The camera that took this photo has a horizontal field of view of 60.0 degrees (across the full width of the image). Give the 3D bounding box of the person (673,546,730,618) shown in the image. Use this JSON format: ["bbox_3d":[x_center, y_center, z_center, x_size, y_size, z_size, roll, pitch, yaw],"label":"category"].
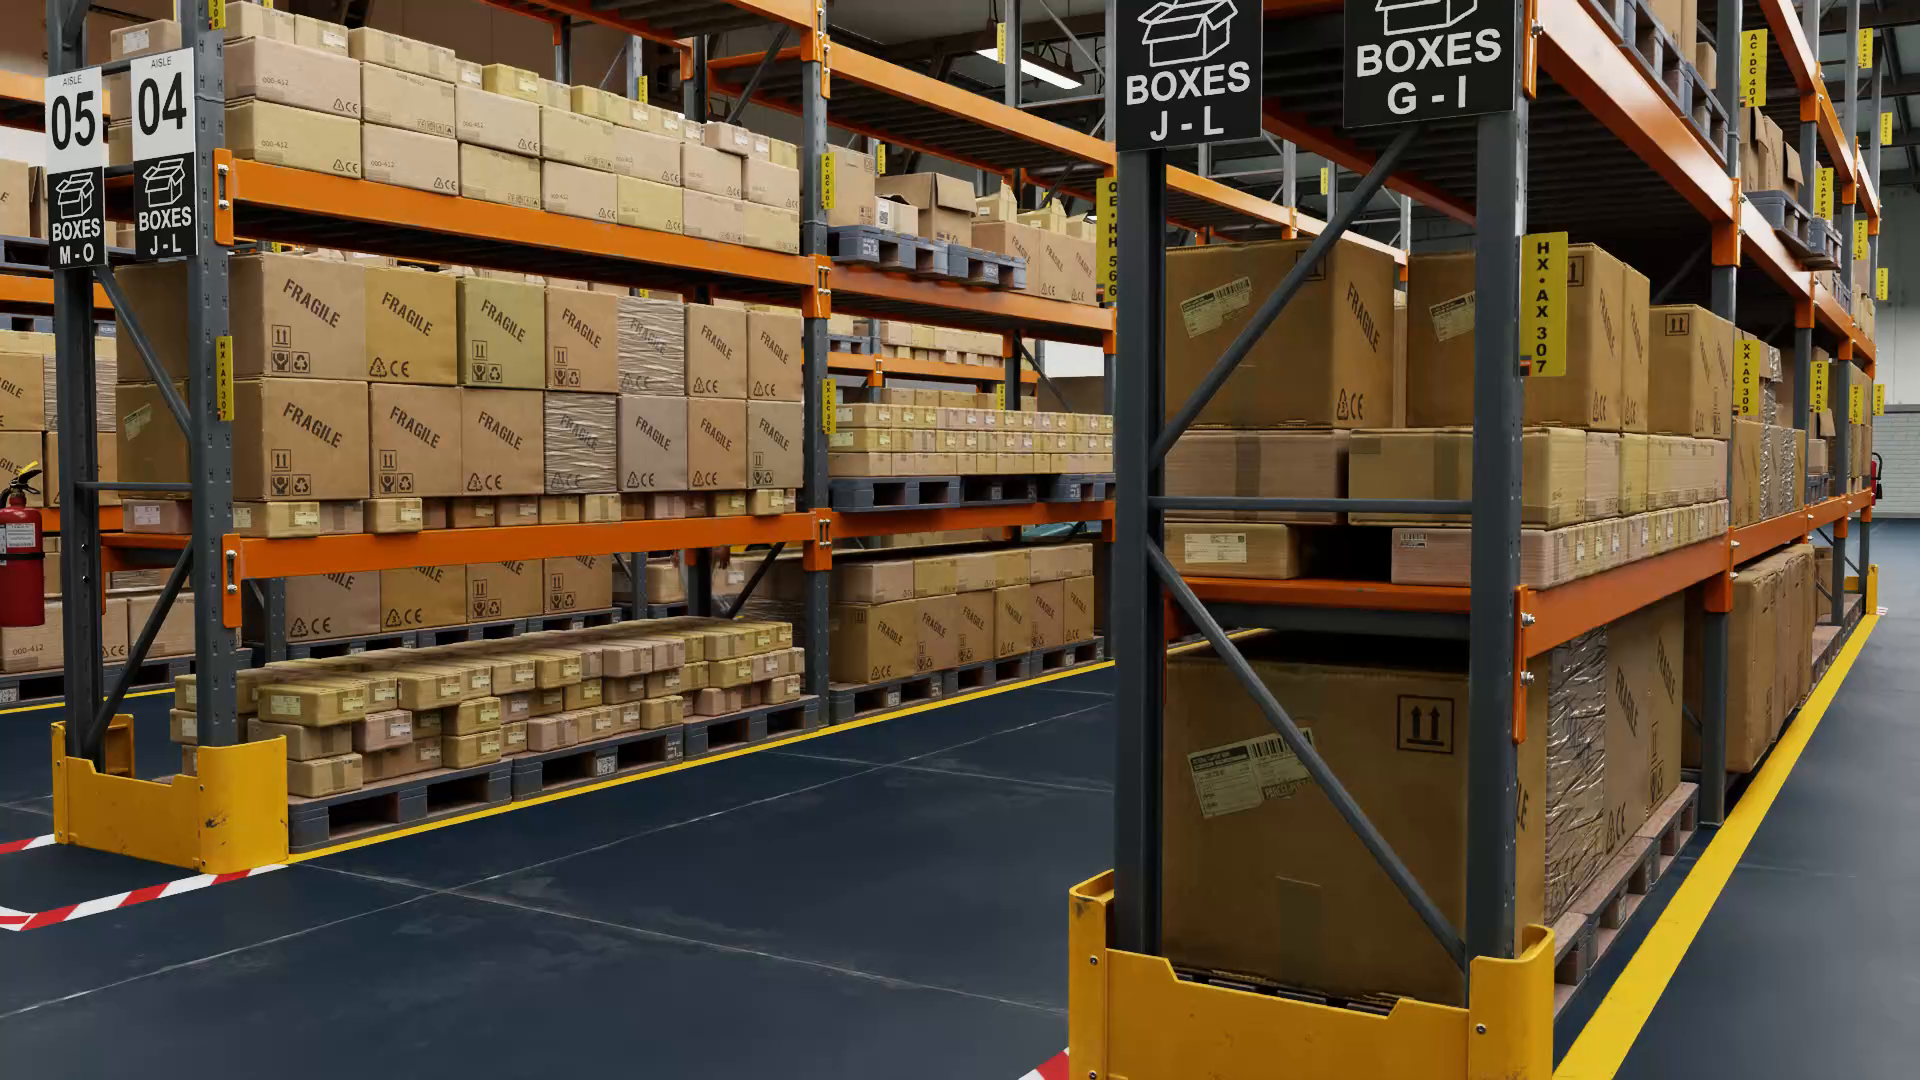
[{"bbox_3d":[-2.110,0.053,13.552,0.565,1.759,0.475,2,4,40],"label":"person"}]
